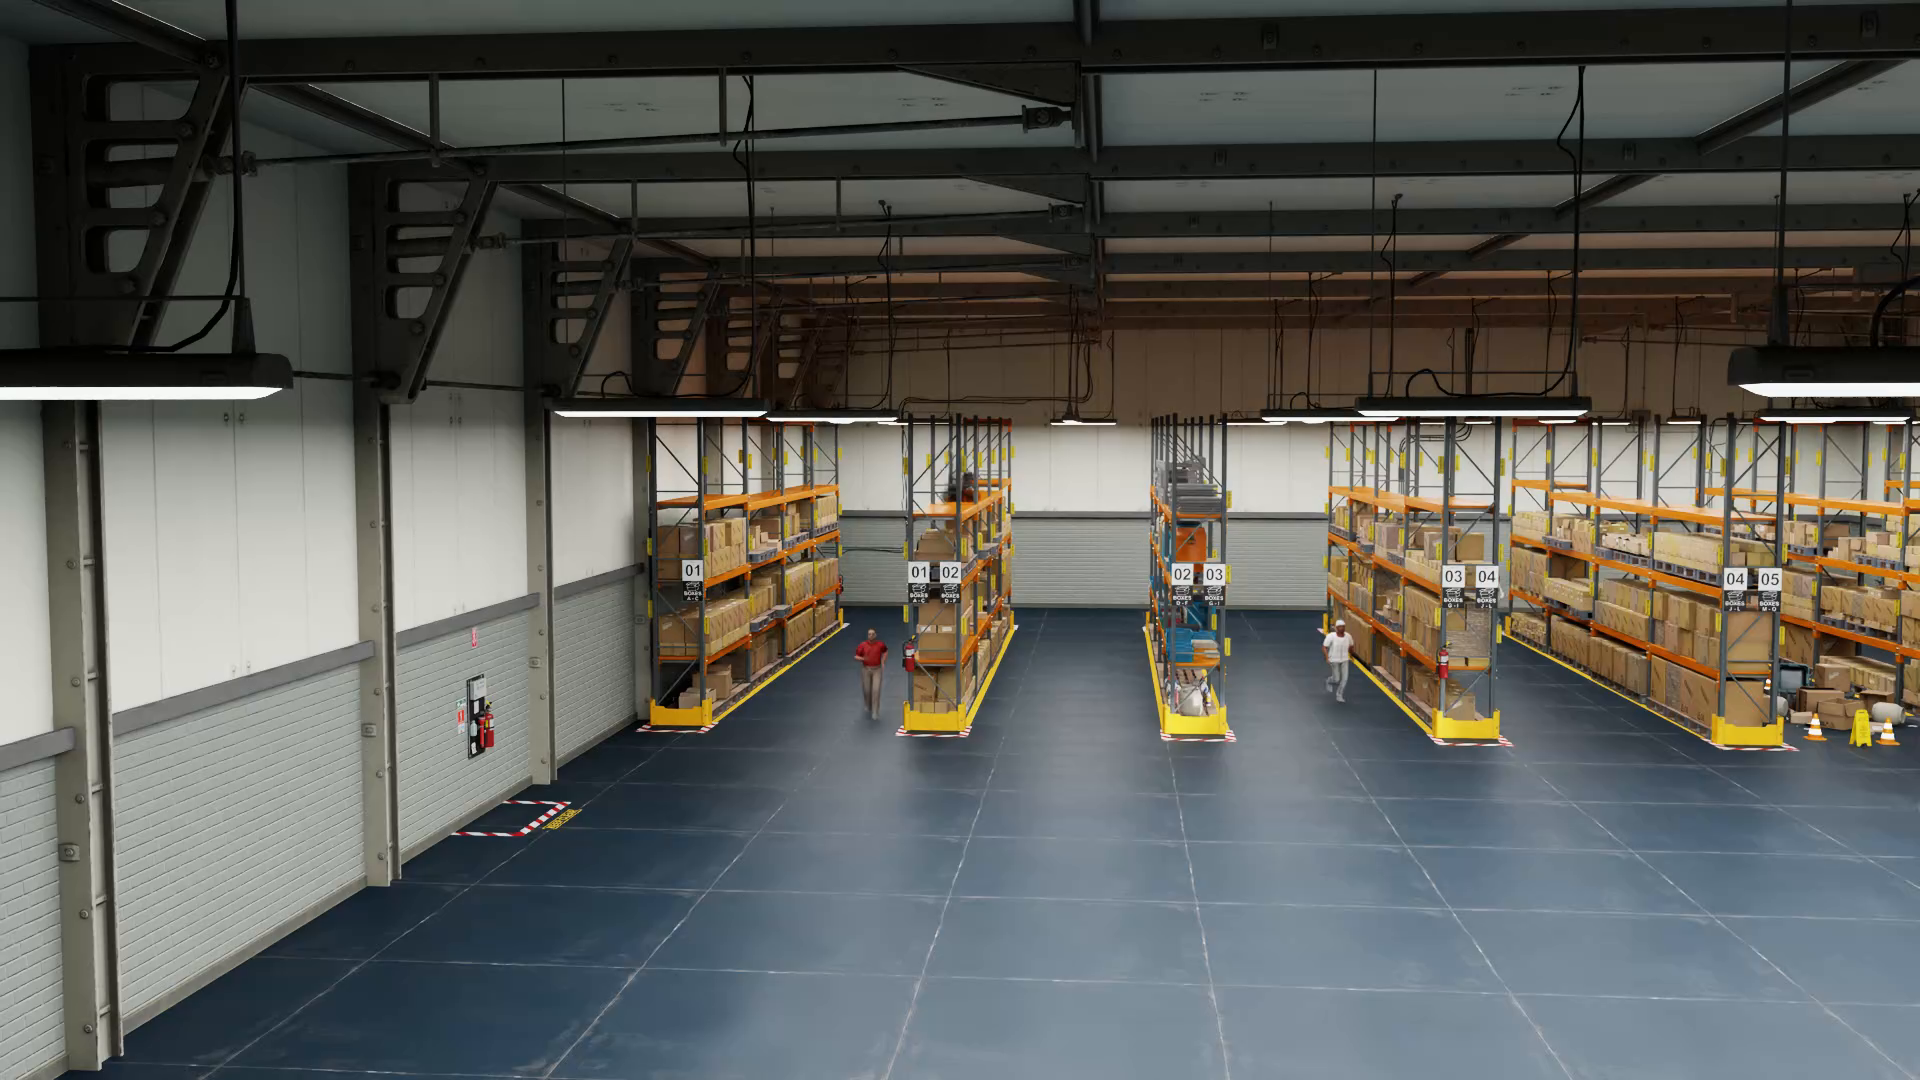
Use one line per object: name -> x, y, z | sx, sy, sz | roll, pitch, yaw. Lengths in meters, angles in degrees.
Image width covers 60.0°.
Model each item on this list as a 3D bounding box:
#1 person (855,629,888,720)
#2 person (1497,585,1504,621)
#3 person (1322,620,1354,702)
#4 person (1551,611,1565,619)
person -> -1.748, 2.621, 32.882 | 0.664, 1.721, 0.950 | 0, 4, -3
person -> 15.046, 1.783, 46.984 | 0.814, 1.551, 0.601 | -2, 4, -25
person -> 7.952, 2.519, 34.973 | 0.687, 1.719, 0.645 | 0, 4, -7
person -> 16.824, 1.791, 46.799 | 0.536, 1.534, 0.590 | -3, 5, -35
